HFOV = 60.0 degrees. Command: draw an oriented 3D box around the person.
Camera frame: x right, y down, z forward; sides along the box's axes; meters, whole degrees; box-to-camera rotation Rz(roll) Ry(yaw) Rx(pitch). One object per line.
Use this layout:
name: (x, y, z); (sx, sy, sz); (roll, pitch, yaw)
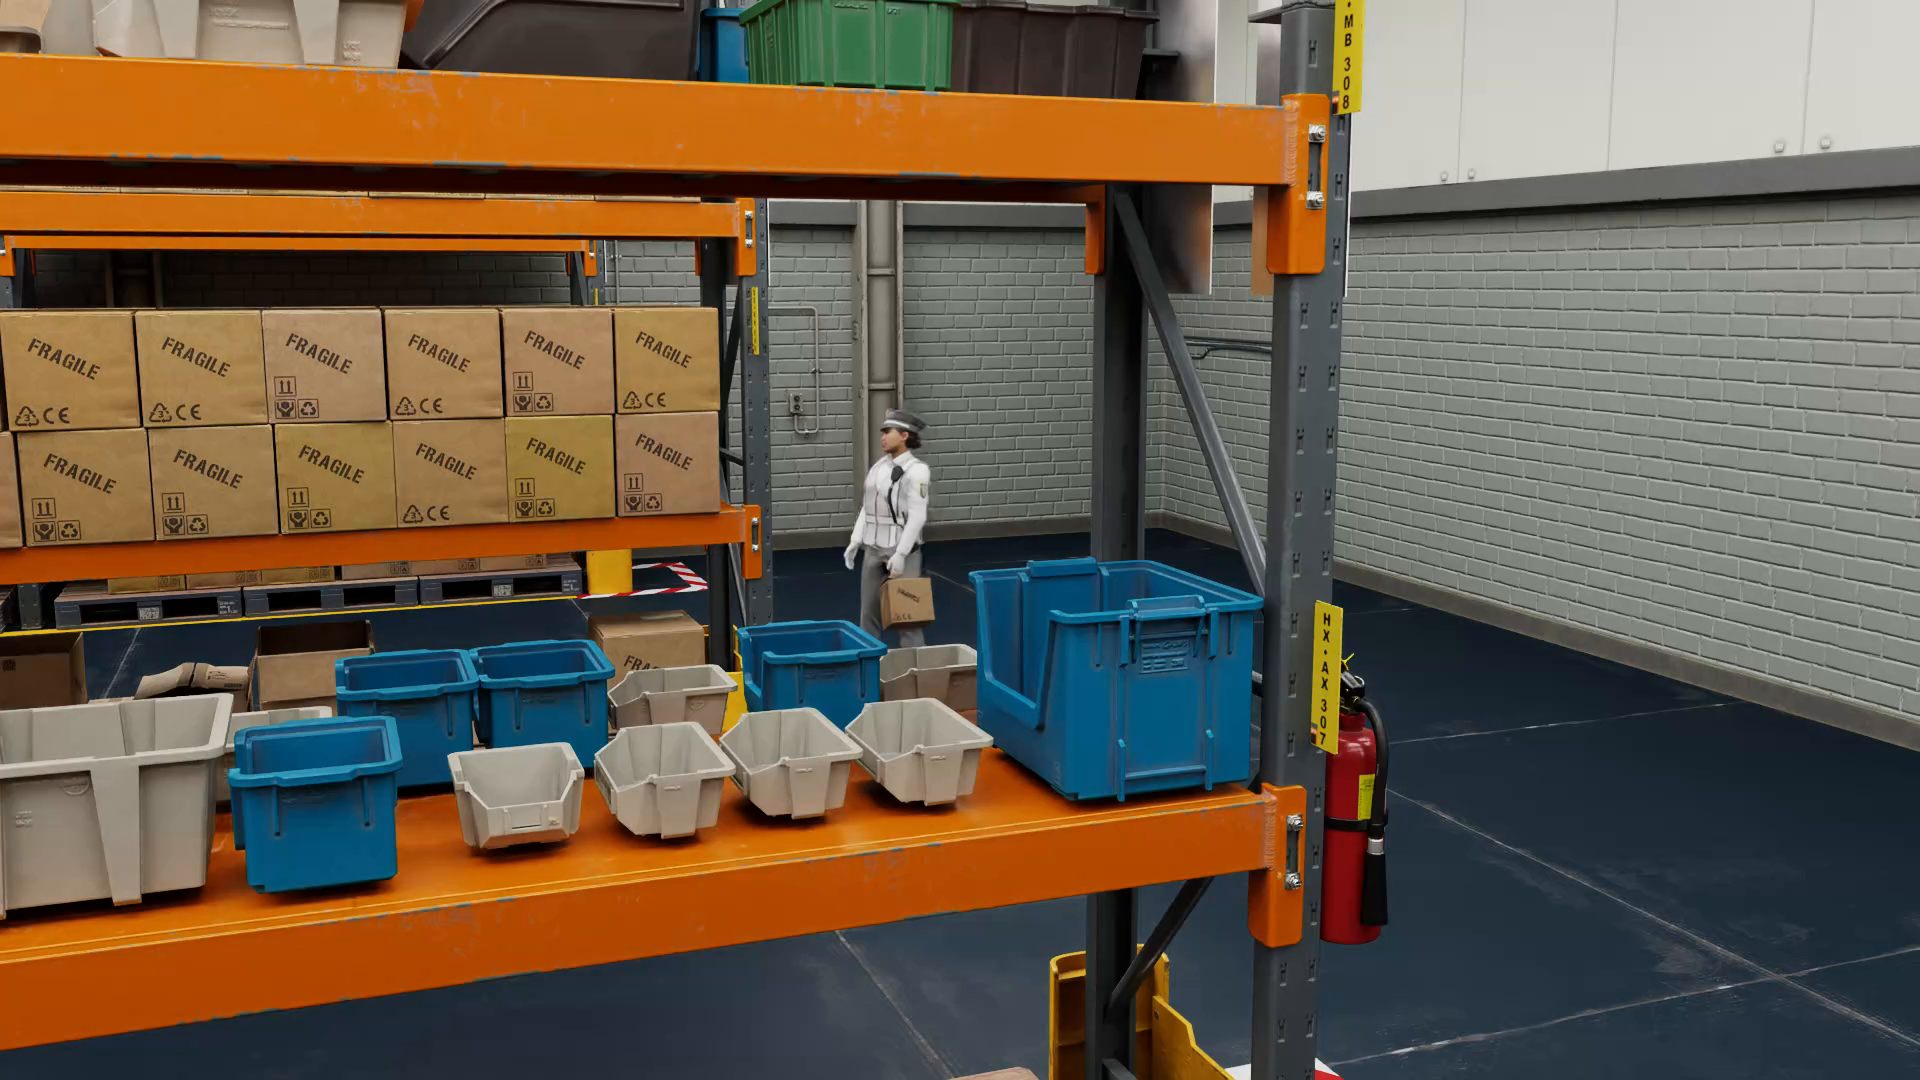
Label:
person: (-0.408, 0.084, 9.729); (0.521, 1.699, 0.498); (-8, 12, -43)
